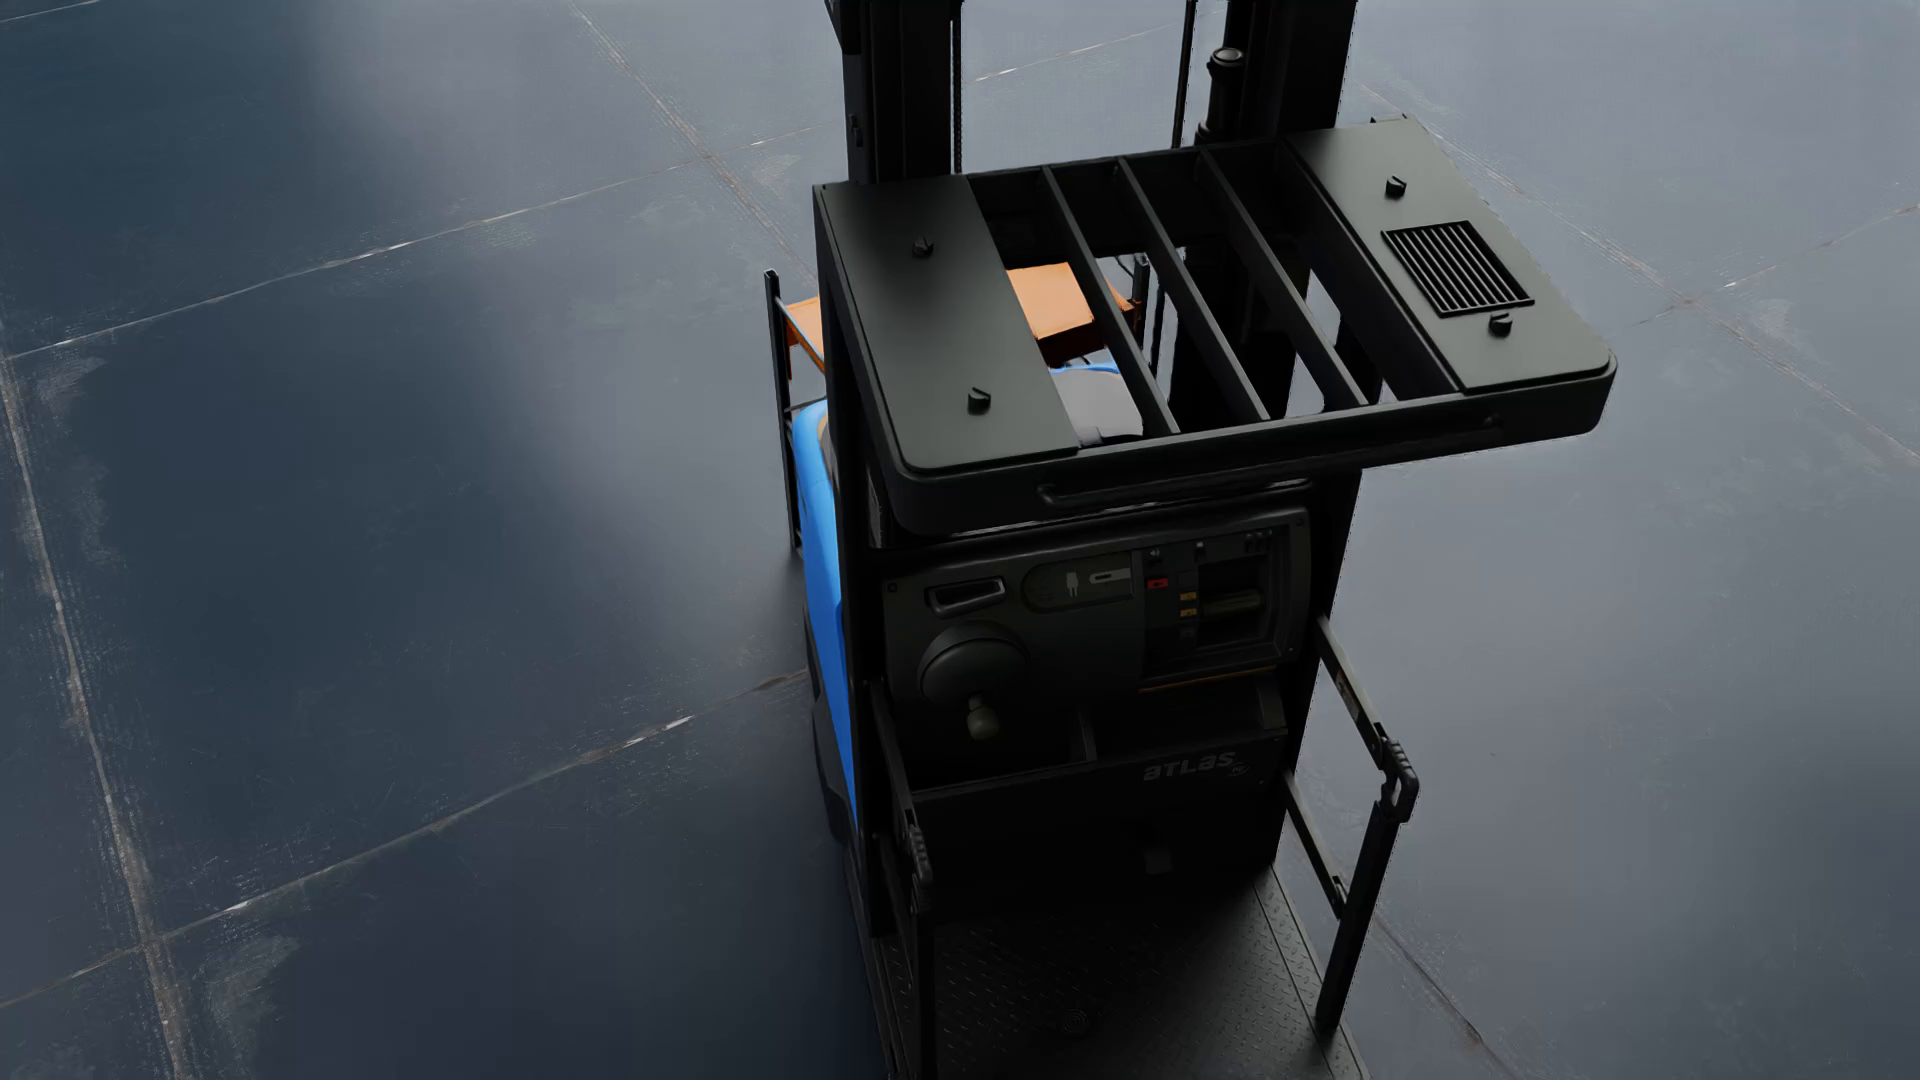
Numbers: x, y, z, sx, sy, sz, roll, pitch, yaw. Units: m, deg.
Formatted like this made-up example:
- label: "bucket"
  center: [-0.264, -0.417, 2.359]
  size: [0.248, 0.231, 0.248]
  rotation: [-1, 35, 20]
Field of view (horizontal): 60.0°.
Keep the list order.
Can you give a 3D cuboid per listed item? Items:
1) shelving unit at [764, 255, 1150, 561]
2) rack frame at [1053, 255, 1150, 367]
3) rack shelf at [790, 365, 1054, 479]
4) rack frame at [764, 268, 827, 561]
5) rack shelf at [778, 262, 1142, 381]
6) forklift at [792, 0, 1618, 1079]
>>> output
- label: "shelving unit"
  center: [-0.007, -0.416, 5.371]
  size: [1.048, 1.125, 0.538]
  rotation: [-20, 48, -20]
- label: "rack frame"
  center: [0.443, -0.581, 5.541]
  size: [0.032, 1.125, 0.500]
  rotation: [-20, 48, -20]
- label: "rack shelf"
  center: [-0.007, -0.240, 5.541]
  size: [1.000, 0.278, 0.538]
  rotation: [-20, 48, -20]
- label: "rack frame"
  center: [-0.456, -0.250, 5.200]
  size: [0.032, 1.125, 0.500]
  rotation: [-20, 48, -20]
- label: "rack shelf"
  center: [-0.007, -0.626, 5.167]
  size: [1.000, 0.278, 0.538]
  rotation: [-20, 48, -20]
- label: "forklift"
  center: [0.347, 0.265, 3.372]
  size: [1.130, 2.935, 3.031]
  rotation: [-9, 45, -9]
